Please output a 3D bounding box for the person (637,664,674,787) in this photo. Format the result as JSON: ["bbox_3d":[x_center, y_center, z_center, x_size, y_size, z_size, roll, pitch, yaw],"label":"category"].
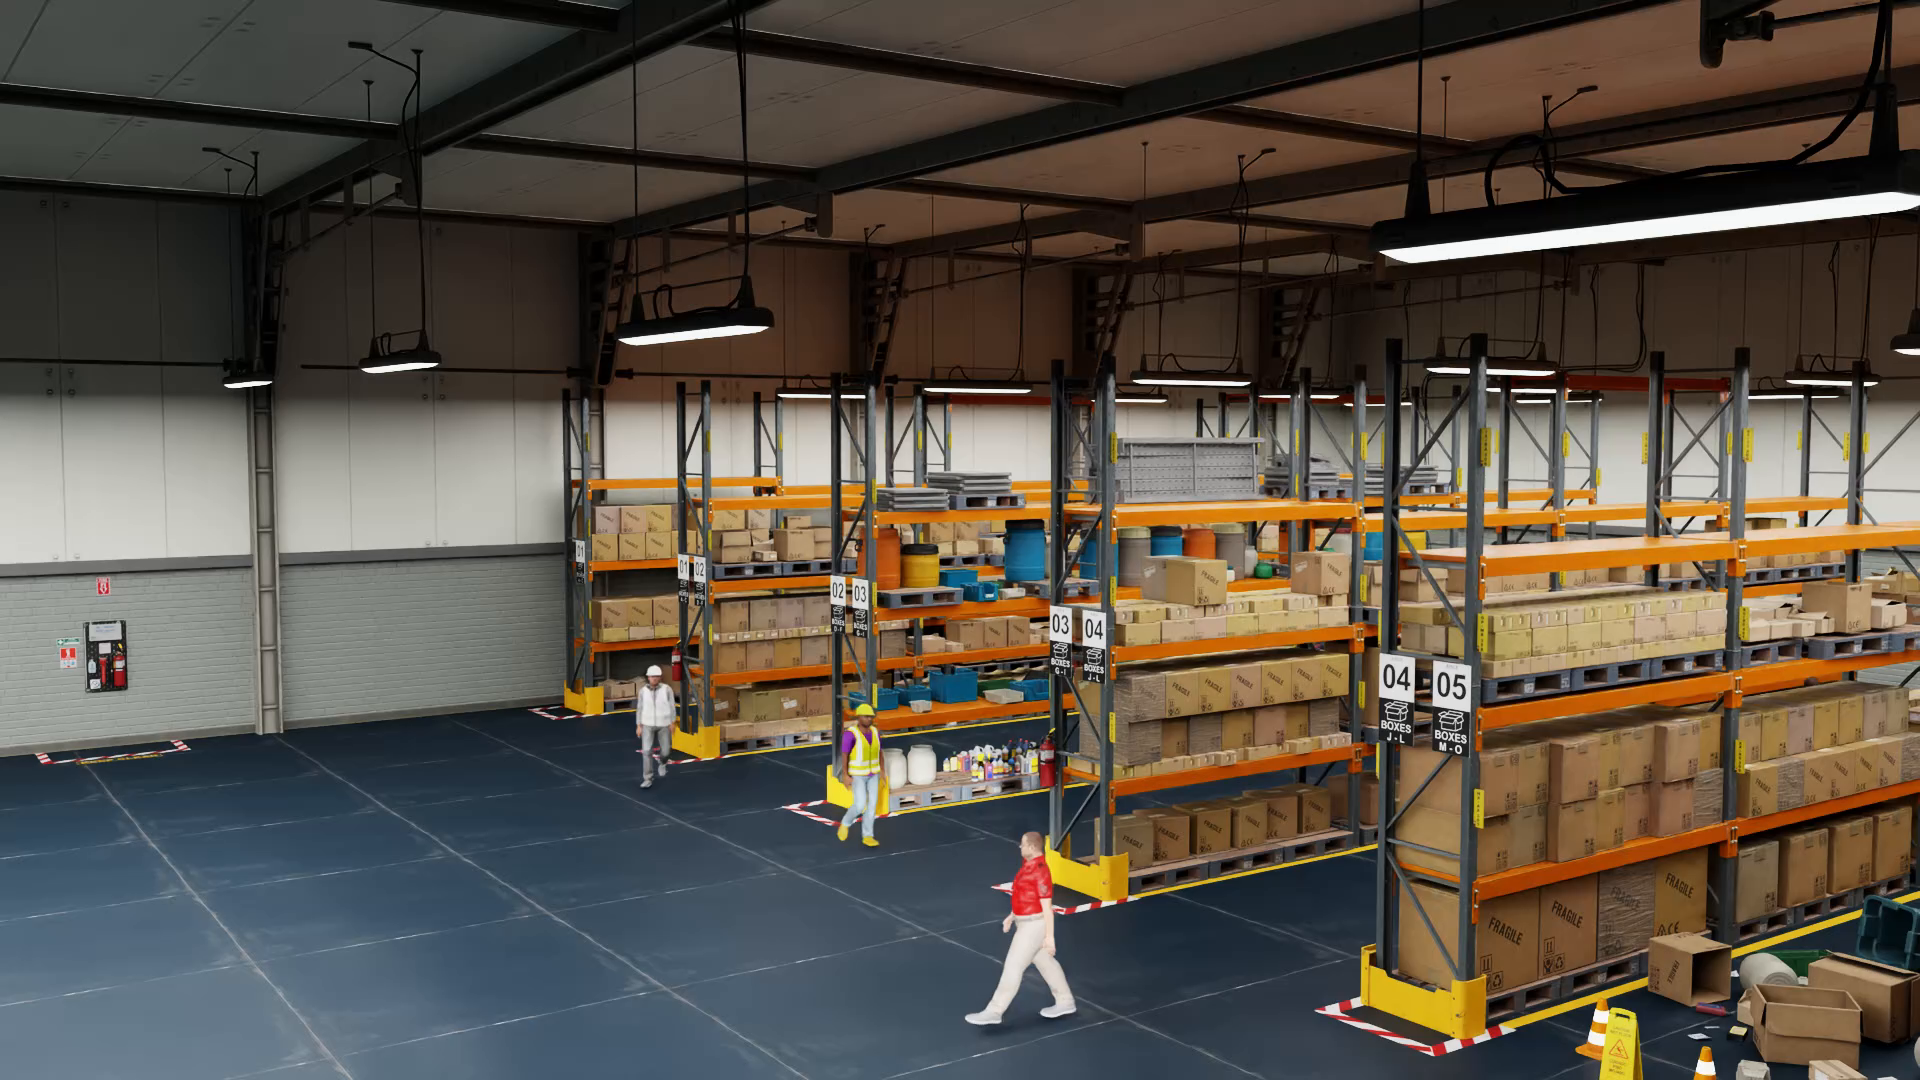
[{"bbox_3d":[-4.469,2.752,24.444,0.599,1.864,0.375,-3,5,-36],"label":"person"}]

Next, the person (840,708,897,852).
[{"bbox_3d":[-1.083,2.989,20.771,0.757,1.754,0.592,1,4,18],"label":"person"}]

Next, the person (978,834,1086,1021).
[{"bbox_3d":[0.620,3.388,14.600,0.901,1.682,0.568,2,4,29],"label":"person"}]

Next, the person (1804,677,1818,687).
[{"bbox_3d":[12.297,2.823,23.951,0.552,1.702,0.402,3,4,35],"label":"person"}]
